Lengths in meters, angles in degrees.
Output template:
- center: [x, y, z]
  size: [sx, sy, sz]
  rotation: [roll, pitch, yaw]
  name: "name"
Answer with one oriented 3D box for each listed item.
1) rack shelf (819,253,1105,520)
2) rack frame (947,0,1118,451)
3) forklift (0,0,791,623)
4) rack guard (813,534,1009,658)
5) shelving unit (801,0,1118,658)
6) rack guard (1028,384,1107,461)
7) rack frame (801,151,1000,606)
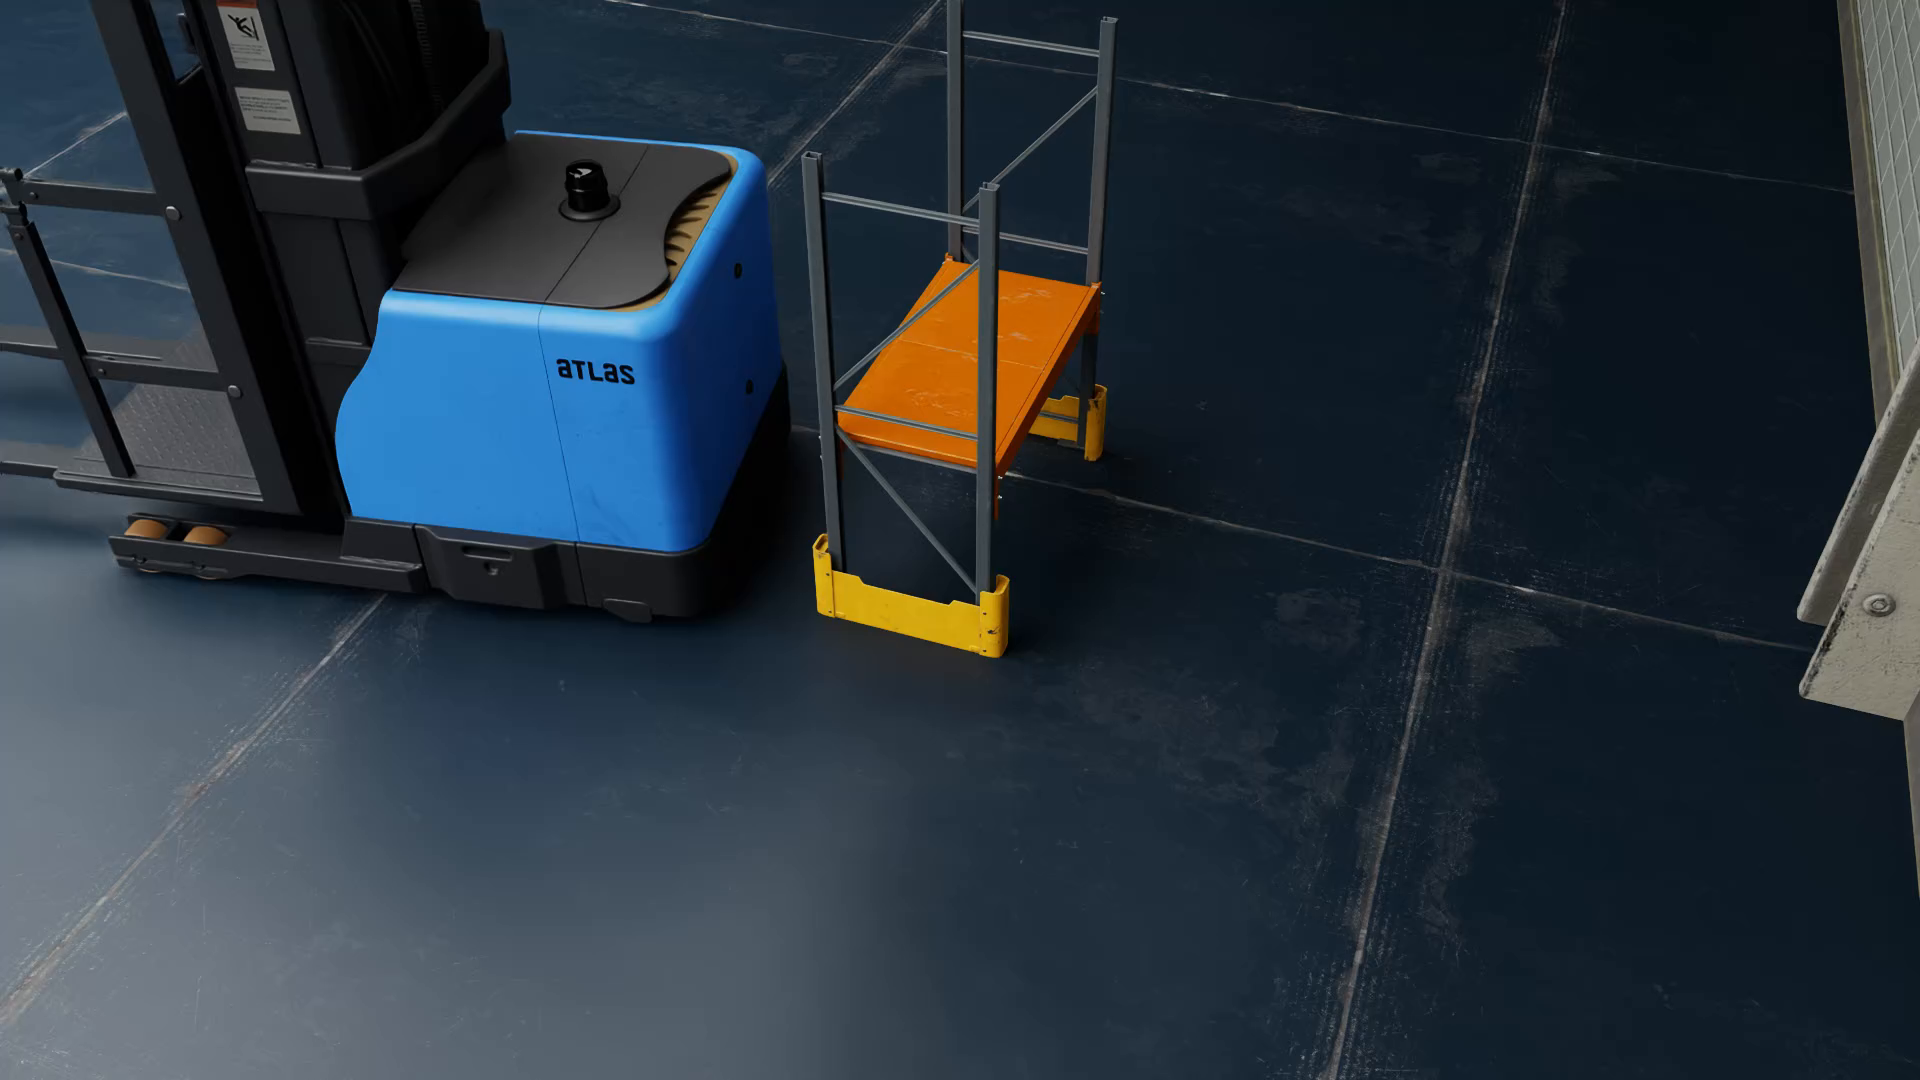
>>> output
- center: [0.029, -0.486, 4.941]
  size: [0.538, 0.185, 1.000]
  rotation: [13, 42, 15]
  name: "rack shelf"
- center: [0.203, -0.933, 5.188]
  size: [0.500, 1.500, 0.032]
  rotation: [13, 42, 15]
  name: "rack frame"
- center: [-2.132, -1.323, 4.543]
  size: [3.031, 2.935, 1.130]
  rotation: [6, 41, 7]
  name: "forklift"
- center: [-0.144, 0.162, 4.867]
  size: [0.587, 0.250, 0.087]
  rotation: [13, 42, 15]
  name: "rack guard"
- center: [0.026, -0.617, 4.818]
  size: [0.587, 1.500, 1.083]
  rotation: [13, 42, 15]
  name: "shelving unit"
- center: [0.196, -0.445, 5.579]
  size: [0.587, 0.250, 0.087]
  rotation: [13, 42, 15]
  name: "rack guard"
- center: [-0.145, -0.313, 4.461]
  size: [0.500, 1.500, 0.032]
  rotation: [13, 42, 15]
  name: "rack frame"
